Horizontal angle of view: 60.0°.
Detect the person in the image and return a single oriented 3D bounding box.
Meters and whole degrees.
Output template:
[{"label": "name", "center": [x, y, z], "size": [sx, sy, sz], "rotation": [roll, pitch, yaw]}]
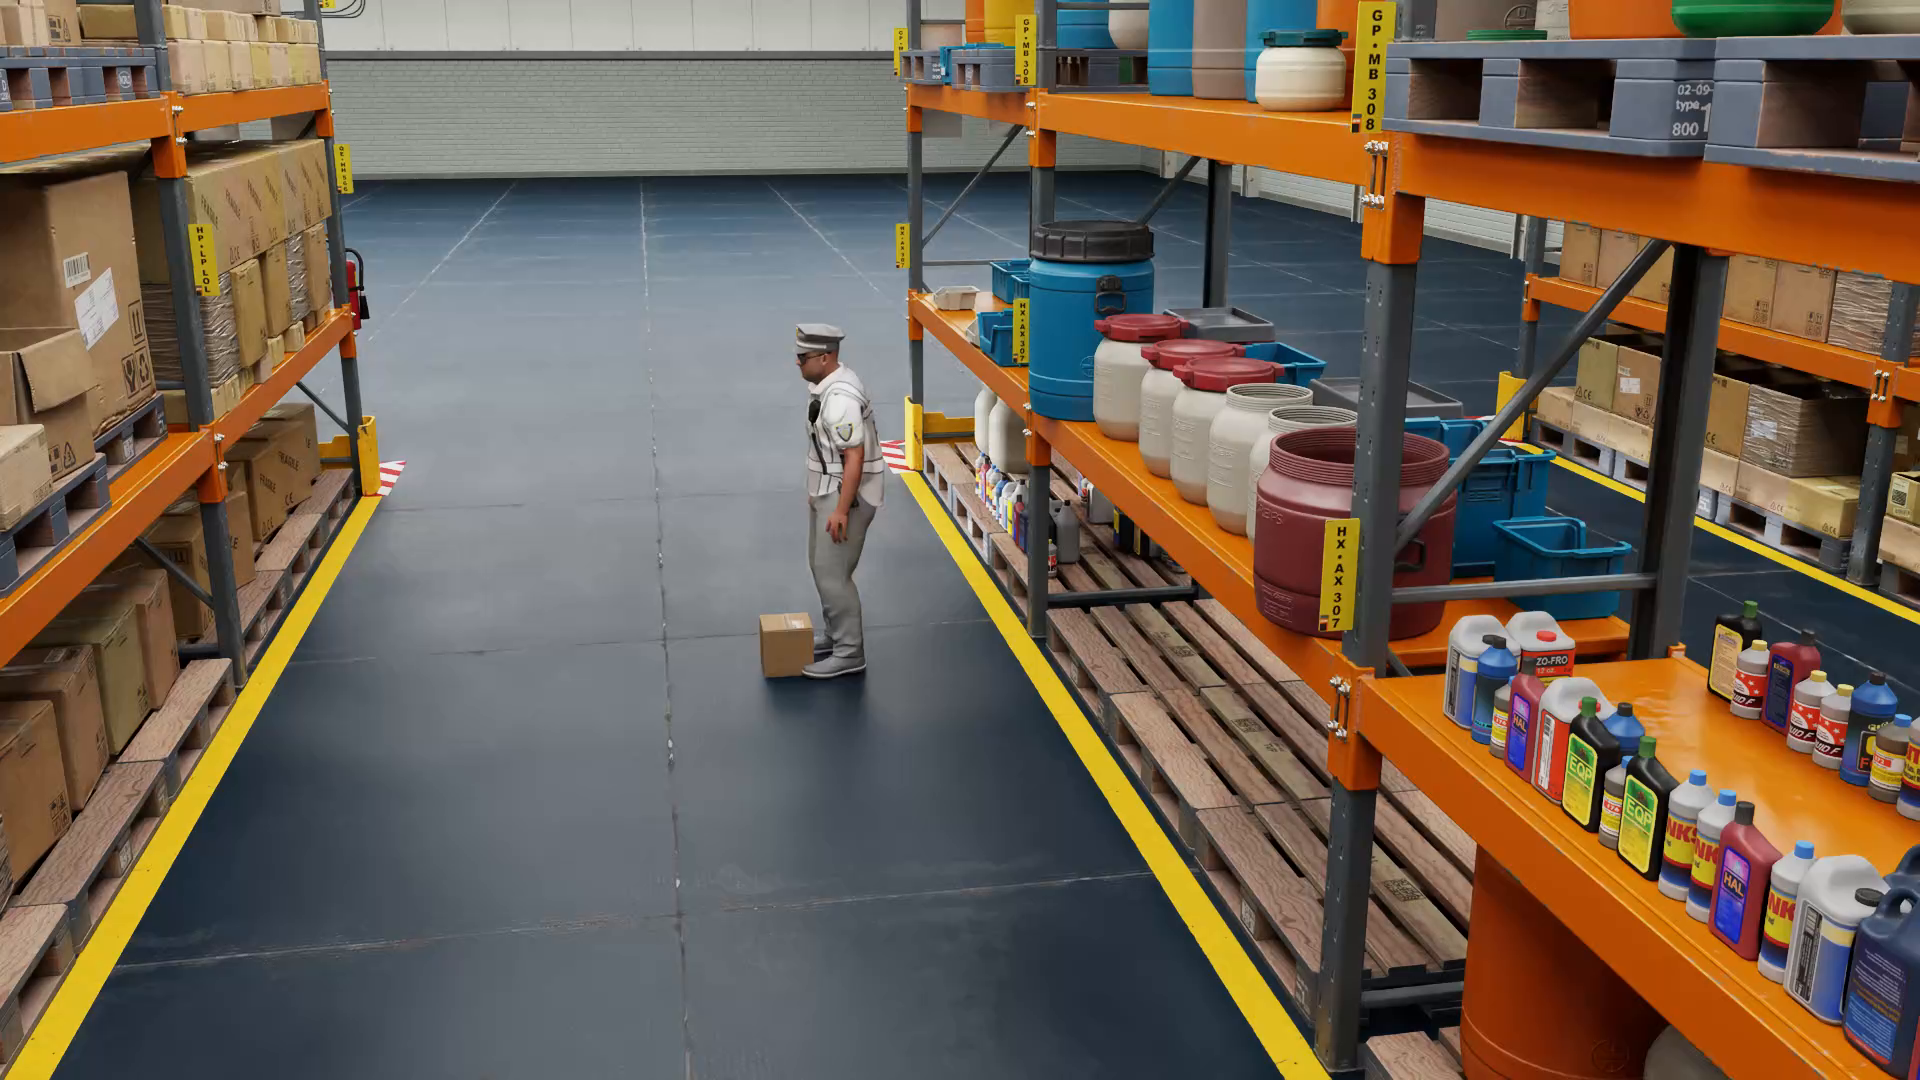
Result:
[{"label": "person", "center": [-0.606, -0.207, 8.228], "size": [0.441, 1.749, 0.606], "rotation": [-4, 17, -14]}]
